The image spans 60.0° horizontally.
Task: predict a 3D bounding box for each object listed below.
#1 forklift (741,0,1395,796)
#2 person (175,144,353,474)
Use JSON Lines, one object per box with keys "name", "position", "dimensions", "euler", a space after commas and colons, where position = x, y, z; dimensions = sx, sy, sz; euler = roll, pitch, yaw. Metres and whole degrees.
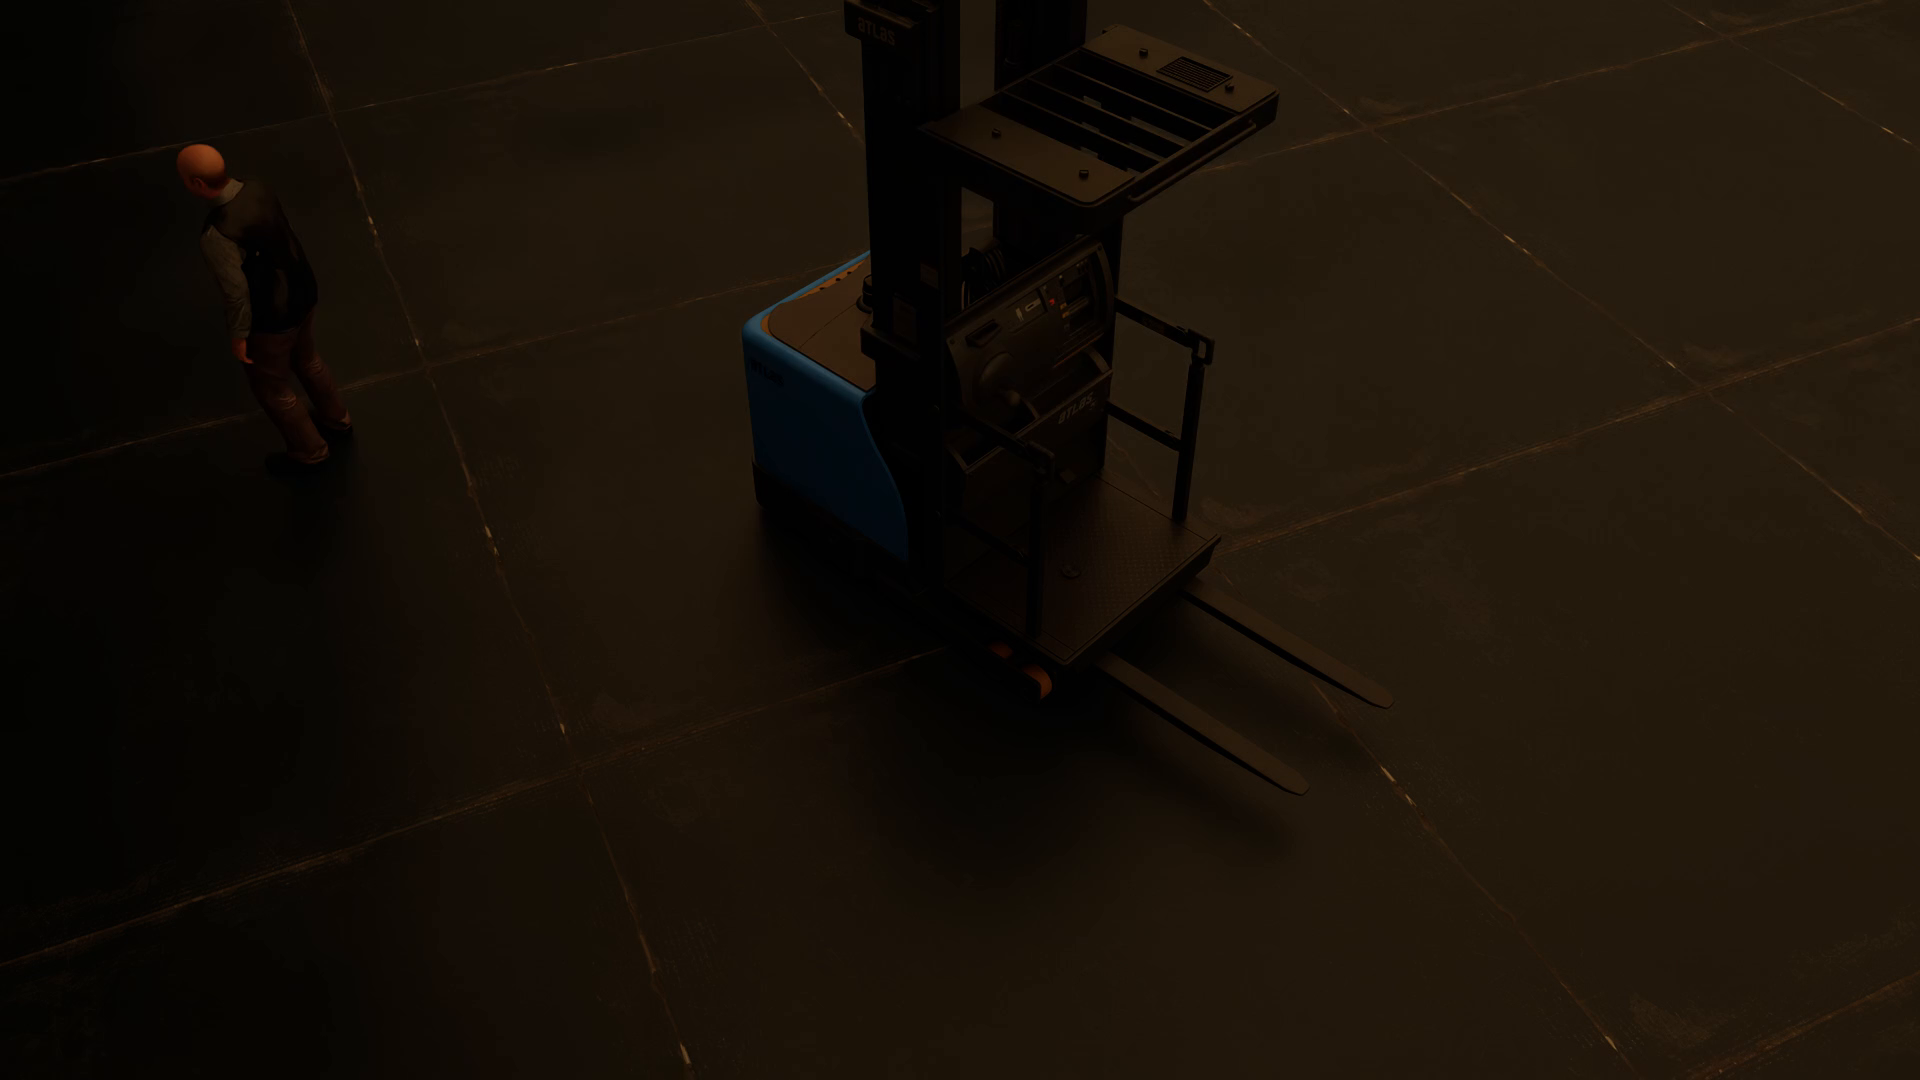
{"name": "forklift", "position": [0.445, -0.788, 6.525], "dimensions": [3.031, 2.935, 1.130], "euler": [32, 52, 30]}
{"name": "person", "position": [-3.196, -1.060, 7.703], "dimensions": [0.422, 1.721, 0.594], "euler": [7, 43, 7]}
